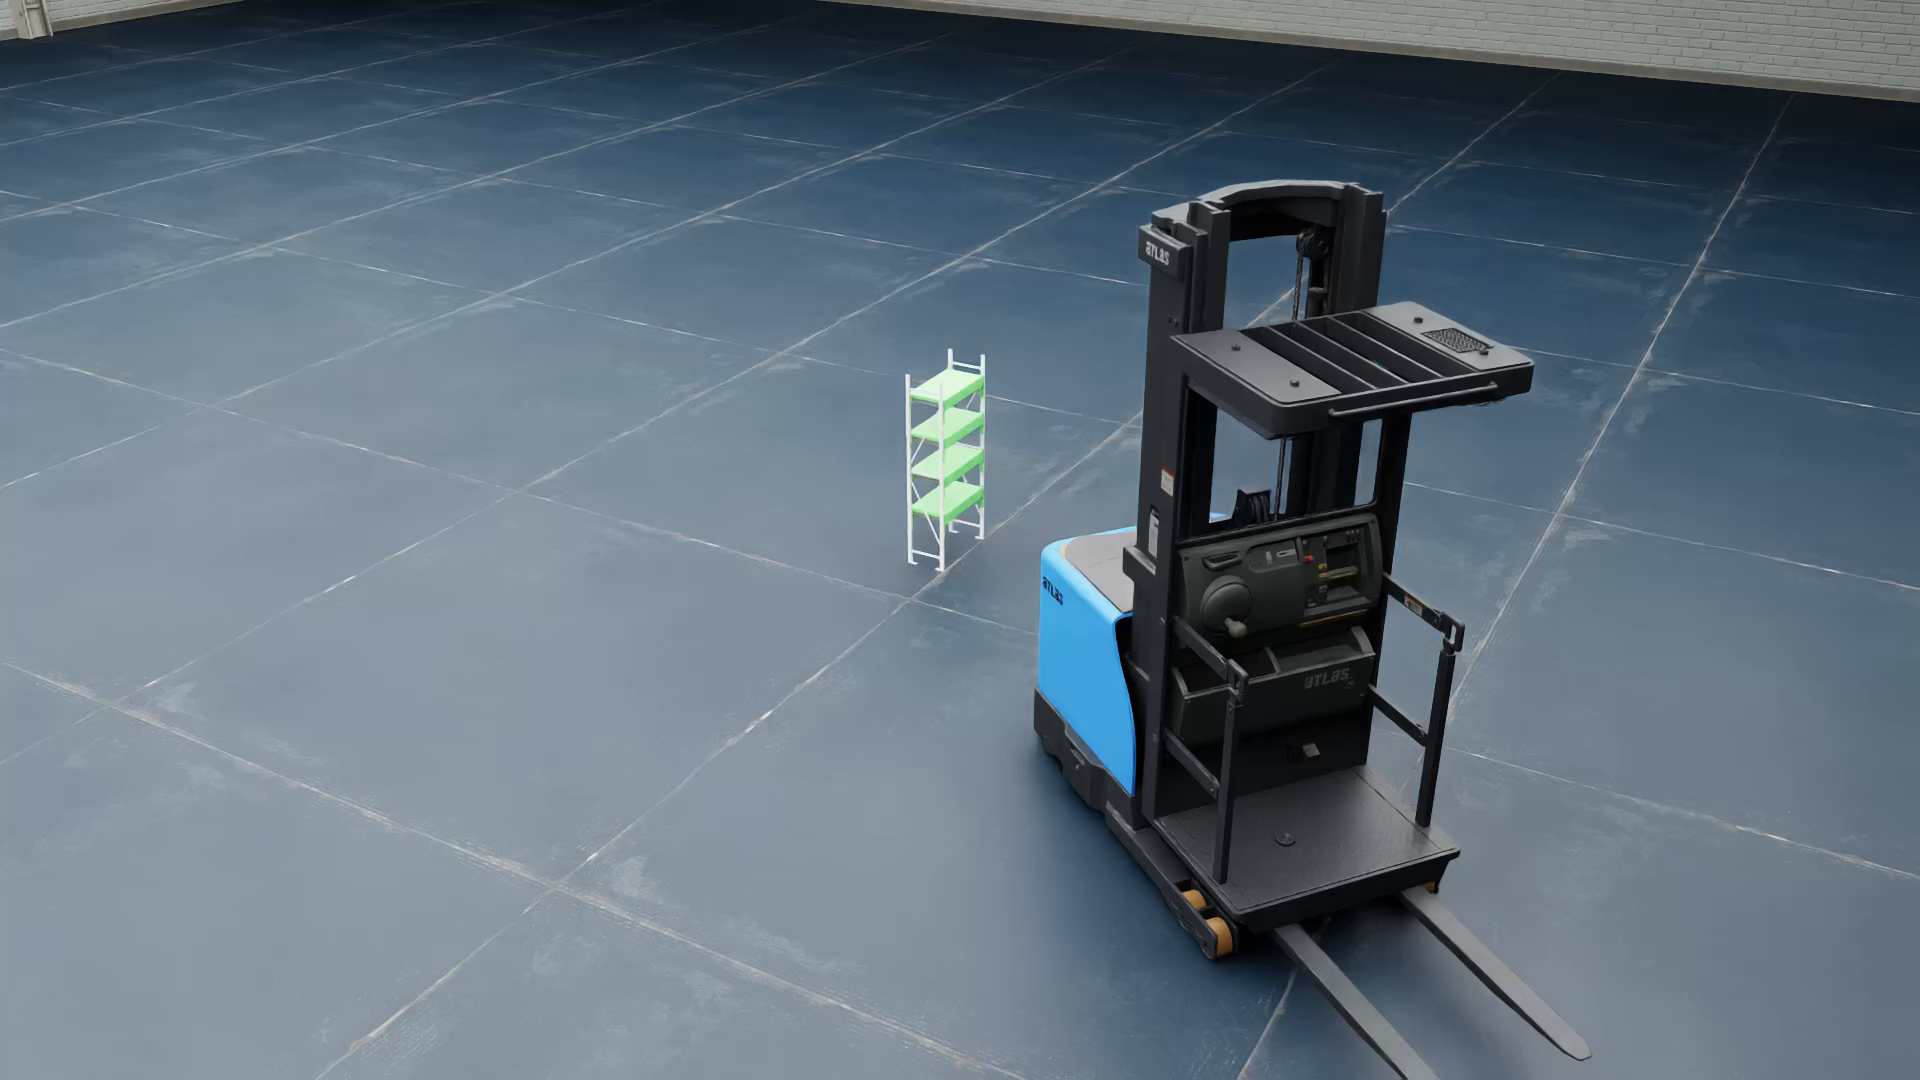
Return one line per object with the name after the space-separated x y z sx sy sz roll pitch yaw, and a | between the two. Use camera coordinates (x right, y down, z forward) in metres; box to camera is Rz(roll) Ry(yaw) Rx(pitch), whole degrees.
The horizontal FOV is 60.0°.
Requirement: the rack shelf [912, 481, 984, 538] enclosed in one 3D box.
-0.081 -0.200 9.989 0.258 0.148 0.480 14 30 26 | rack shelf

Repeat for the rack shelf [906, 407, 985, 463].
-0.081 -0.629 9.774 0.258 0.148 0.480 14 30 26 | rack shelf

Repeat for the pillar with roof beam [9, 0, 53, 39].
-10.672 -10.935 22.042 9.100 9.000 0.400 14 30 26 | pillar with roof beam

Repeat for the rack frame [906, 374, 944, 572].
-0.201 -0.377 9.663 0.240 1.200 0.015 14 30 26 | rack frame

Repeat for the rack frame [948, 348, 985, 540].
0.039 -0.567 10.043 0.240 1.200 0.015 14 30 26 | rack frame

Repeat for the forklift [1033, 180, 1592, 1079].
1.399 0.189 6.598 1.130 2.935 3.031 -11 28 -20 | forklift

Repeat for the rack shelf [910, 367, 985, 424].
-0.081 -0.844 9.666 0.258 0.148 0.480 14 30 26 | rack shelf

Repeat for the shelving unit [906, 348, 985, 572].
-0.081 -0.472 9.853 0.258 1.200 0.503 14 30 26 | shelving unit

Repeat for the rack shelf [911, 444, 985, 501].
-0.081 -0.415 9.881 0.258 0.148 0.480 14 30 26 | rack shelf
